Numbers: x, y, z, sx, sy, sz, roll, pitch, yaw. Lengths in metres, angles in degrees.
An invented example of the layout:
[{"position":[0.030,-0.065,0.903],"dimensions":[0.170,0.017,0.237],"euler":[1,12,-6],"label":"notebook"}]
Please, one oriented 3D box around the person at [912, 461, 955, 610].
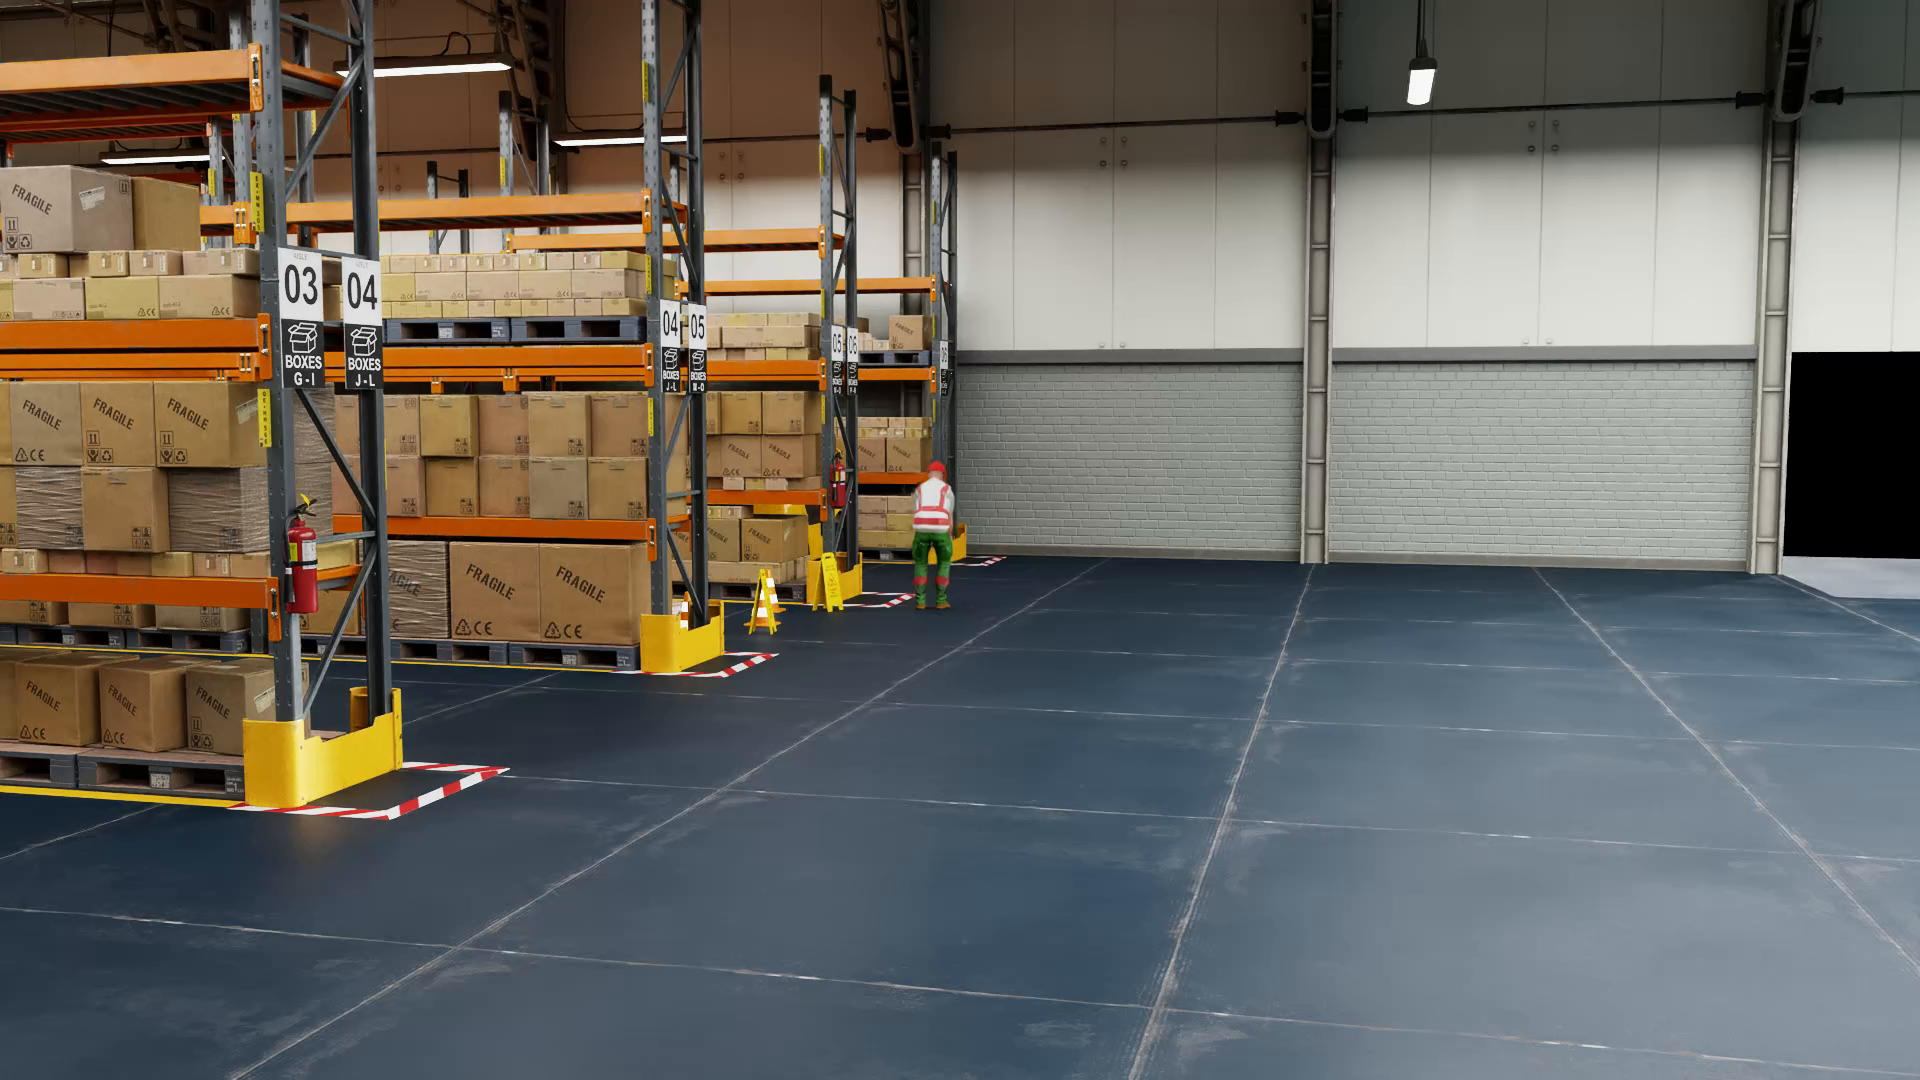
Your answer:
[{"position":[-0.299,-0.062,18.857],"dimensions":[0.478,1.655,0.714],"euler":[1,5,10],"label":"person"}]
